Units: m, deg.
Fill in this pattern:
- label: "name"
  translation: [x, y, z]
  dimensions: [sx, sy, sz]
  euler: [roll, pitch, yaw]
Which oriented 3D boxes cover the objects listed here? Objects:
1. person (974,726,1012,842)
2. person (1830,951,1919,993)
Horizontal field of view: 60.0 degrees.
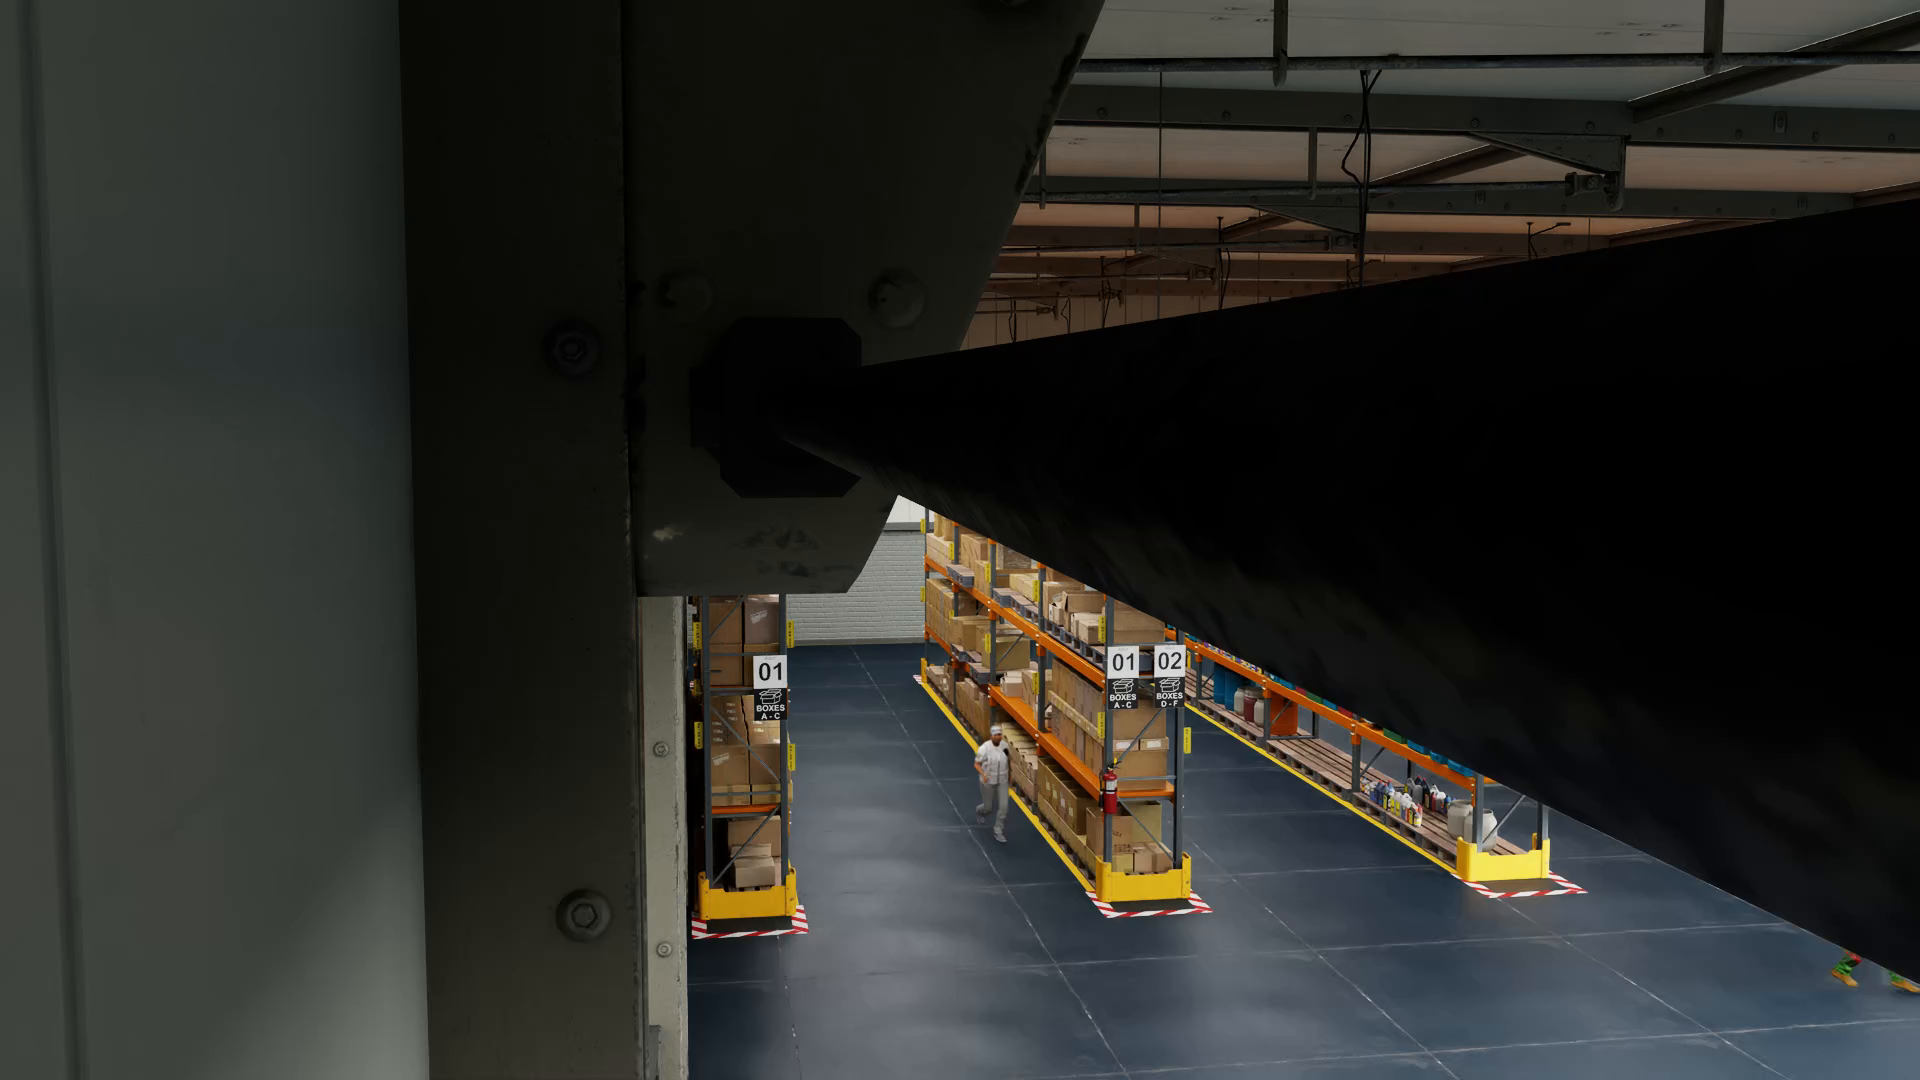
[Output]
- label: "person"
  translation: [0.477, 3.436, 23.756]
  dimensions: [0.597, 1.634, 0.754]
  euler: [-2, 5, -18]
- label: "person"
  translation: [9.673, 3.873, 17.482]
  dimensions: [0.920, 1.809, 0.648]
  euler: [1, 5, 12]
